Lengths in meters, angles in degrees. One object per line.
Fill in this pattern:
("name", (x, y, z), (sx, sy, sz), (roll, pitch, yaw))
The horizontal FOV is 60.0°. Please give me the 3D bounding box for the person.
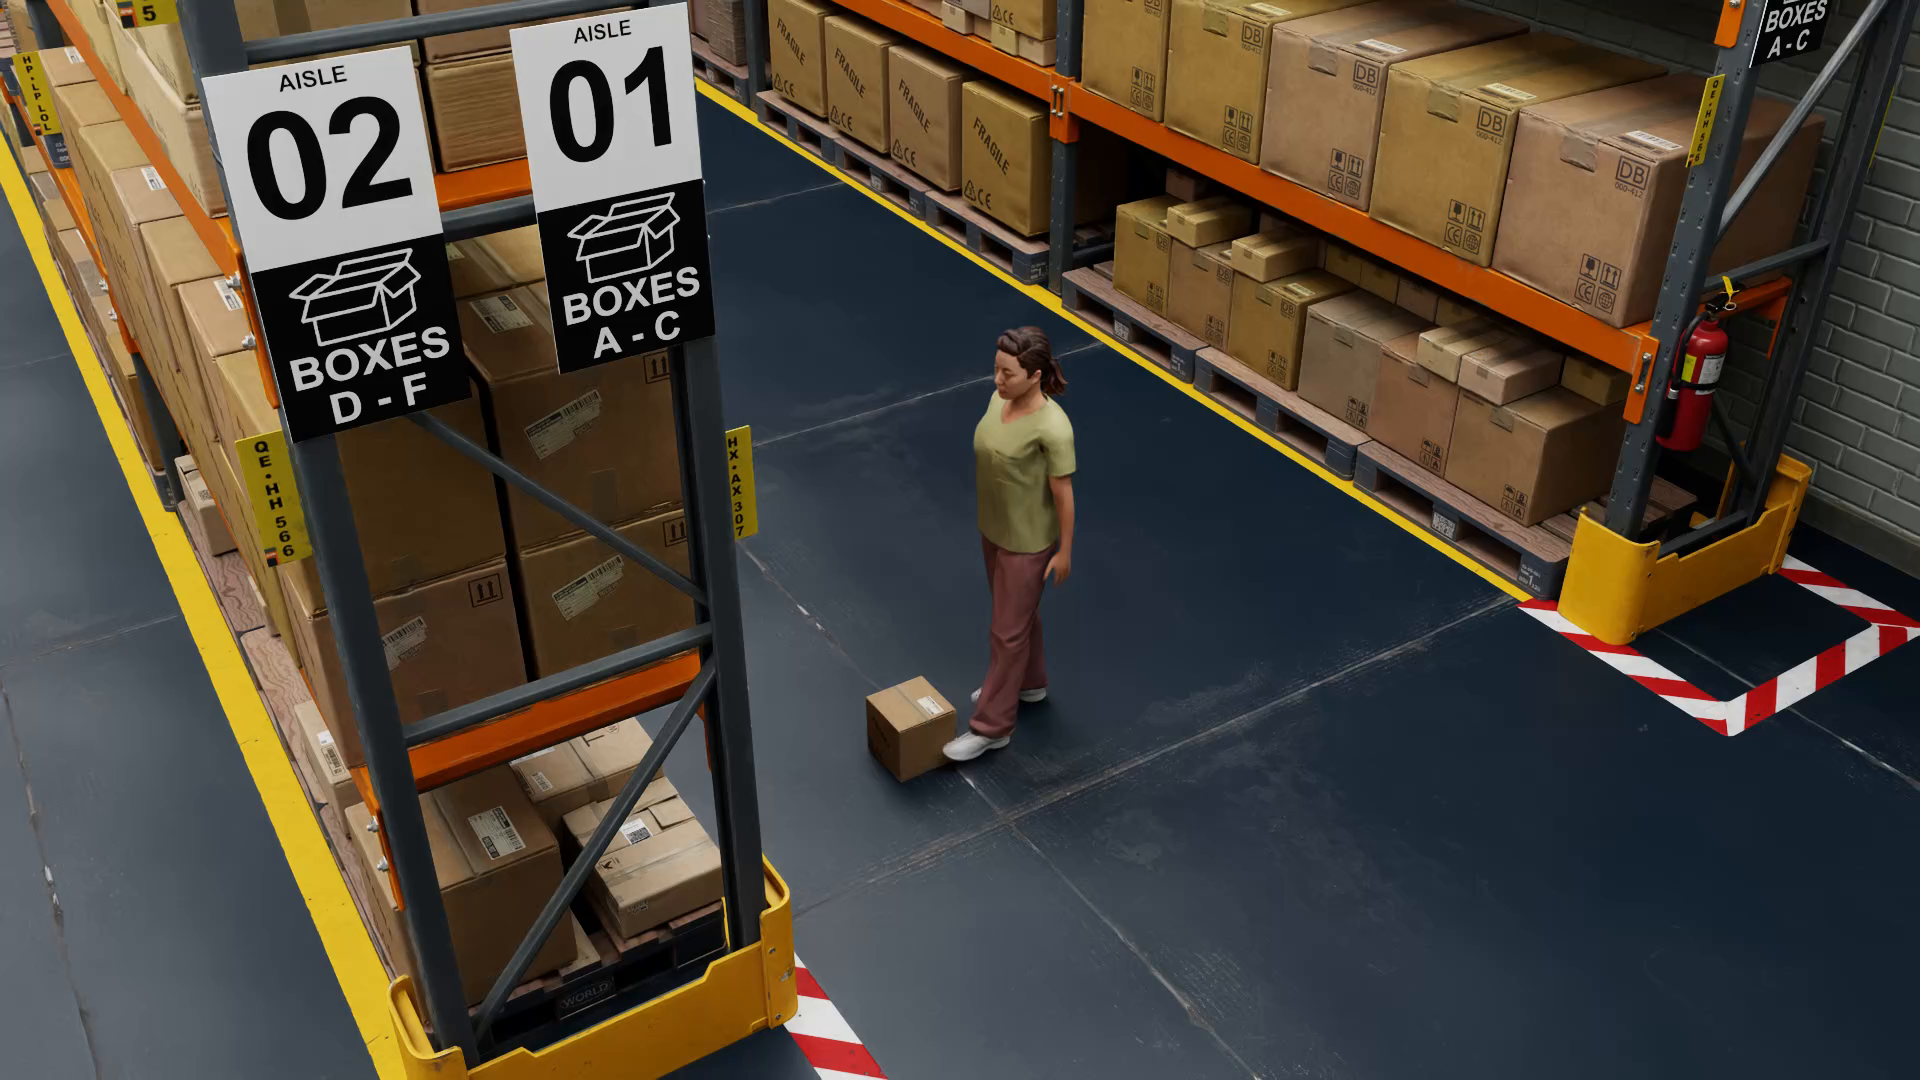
("person", (0.121, 0.017, 6.102), (0.600, 1.670, 0.476), (-19, 37, -27))
